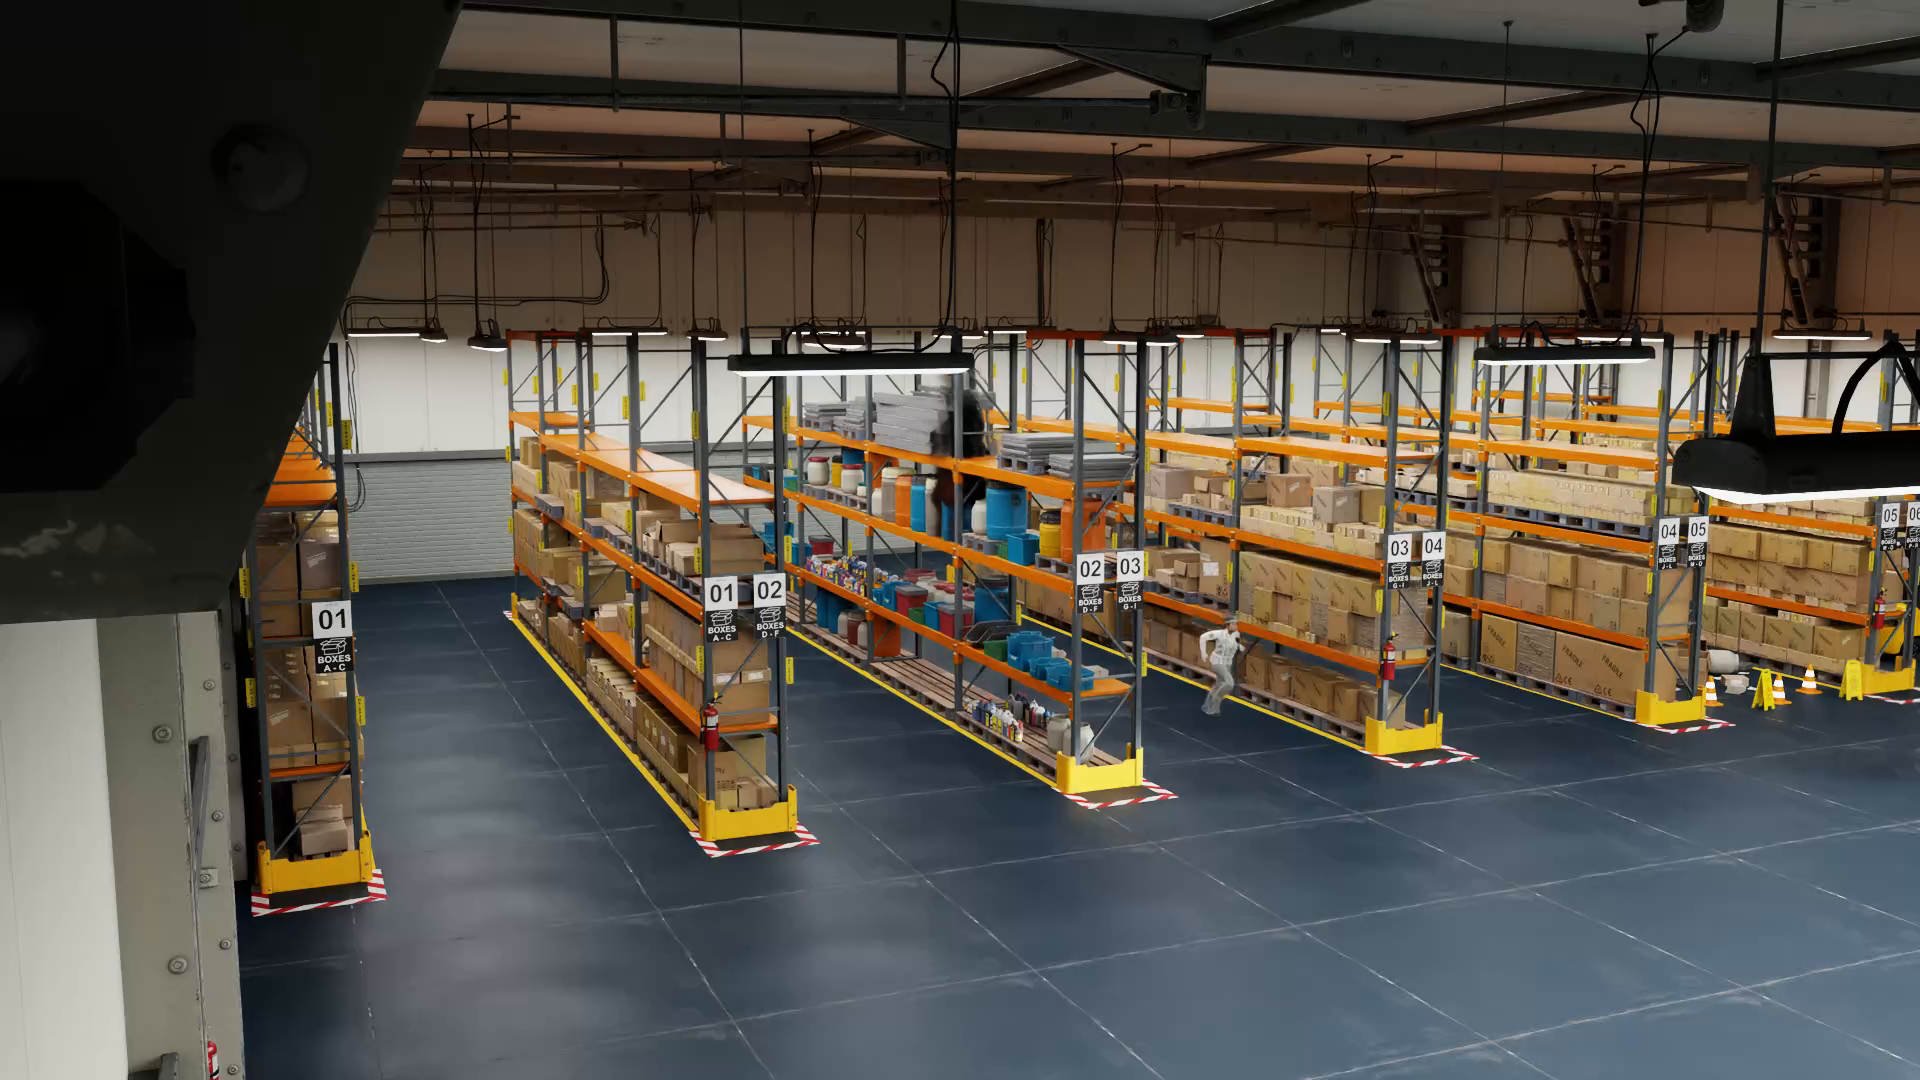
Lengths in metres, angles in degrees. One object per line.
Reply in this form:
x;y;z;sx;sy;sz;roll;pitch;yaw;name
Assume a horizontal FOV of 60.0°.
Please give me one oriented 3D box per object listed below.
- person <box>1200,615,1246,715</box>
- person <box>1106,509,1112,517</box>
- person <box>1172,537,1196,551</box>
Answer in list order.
3.987;1.903;25.234;0.598;1.603;0.805;-6;10;-39;person
3.517;0.044;40.265;0.659;1.651;0.658;0;8;-1;person
5.579;-0.204;41.883;0.884;1.732;0.727;4;9;29;person
